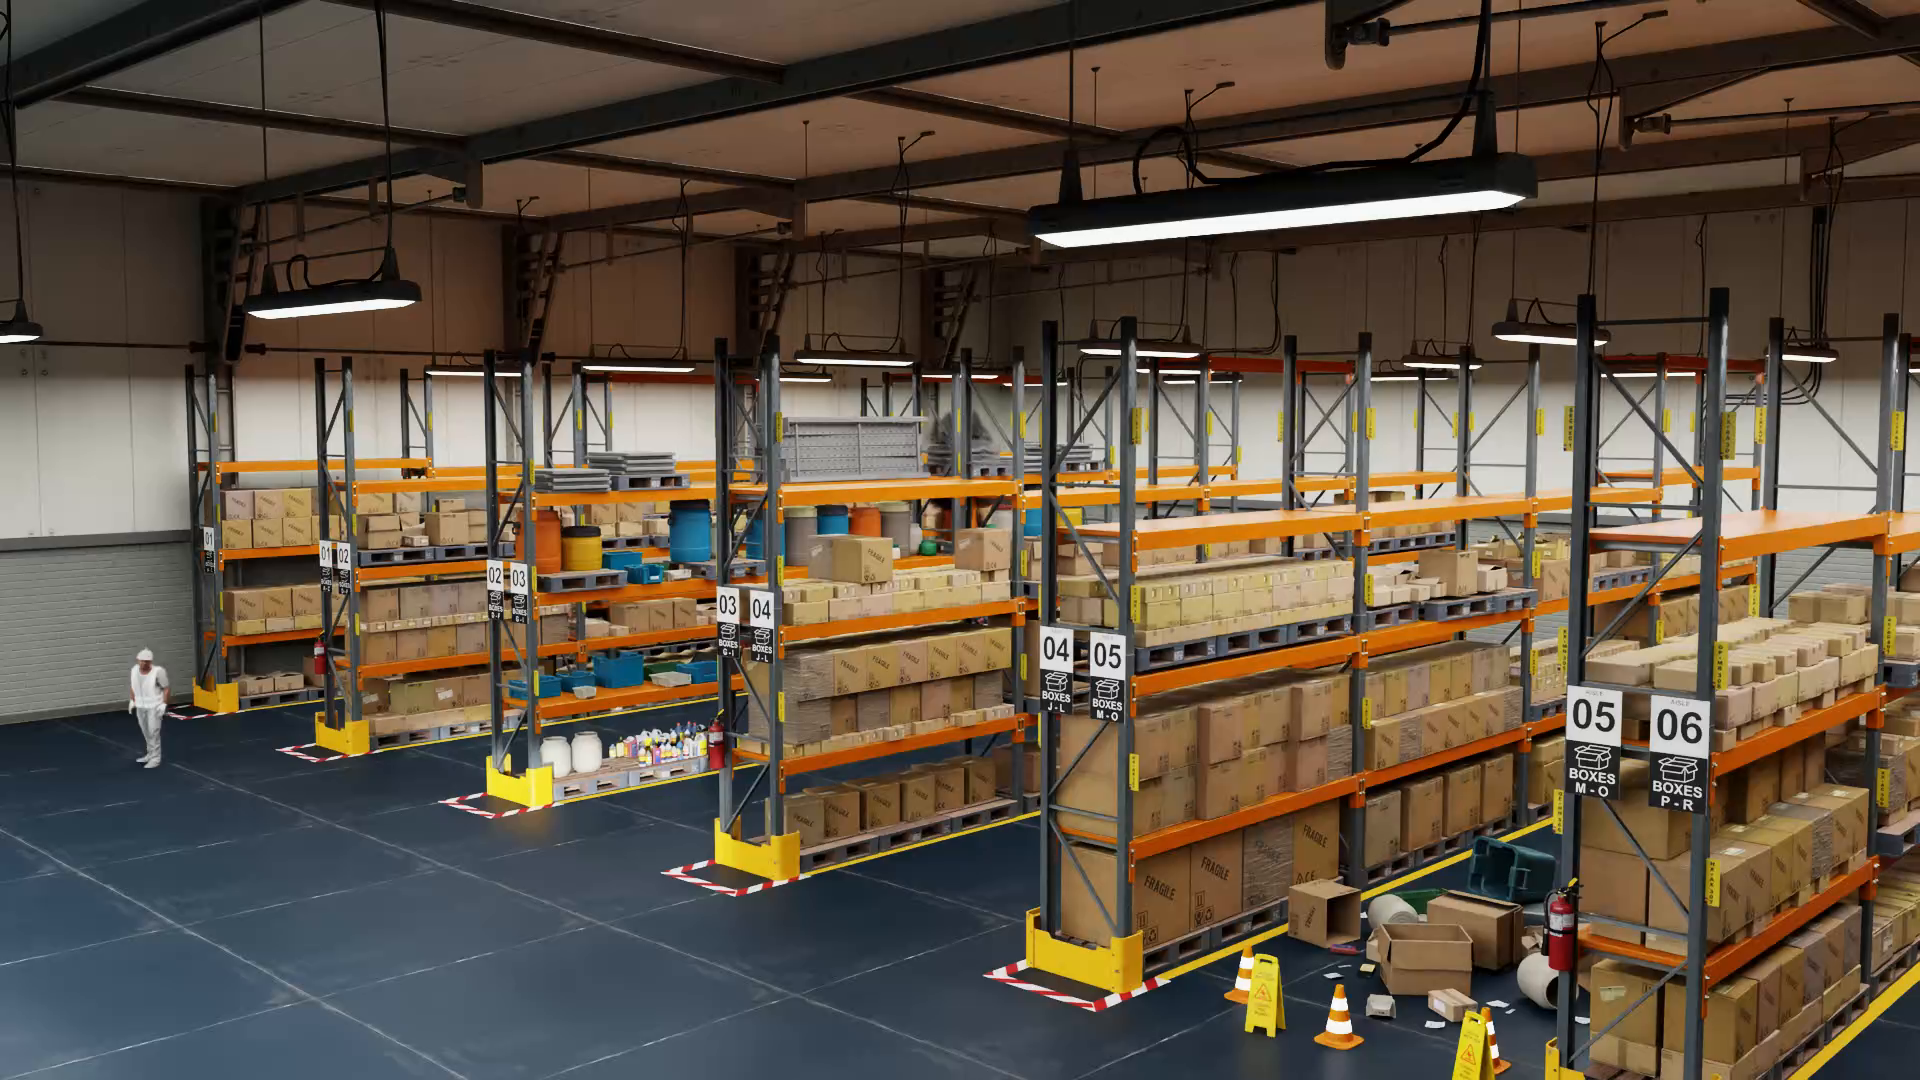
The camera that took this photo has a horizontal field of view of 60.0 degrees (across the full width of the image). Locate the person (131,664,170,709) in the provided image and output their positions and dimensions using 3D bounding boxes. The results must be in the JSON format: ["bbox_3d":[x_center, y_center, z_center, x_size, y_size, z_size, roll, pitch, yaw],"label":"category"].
[{"bbox_3d":[-11.842,2.130,24.284,0.593,0.649,0.409,1,4,10],"label":"person"}]

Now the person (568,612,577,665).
[{"bbox_3d":[-7.017,2.016,30.612,0.589,1.626,0.890,2,5,28],"label":"person"}]
